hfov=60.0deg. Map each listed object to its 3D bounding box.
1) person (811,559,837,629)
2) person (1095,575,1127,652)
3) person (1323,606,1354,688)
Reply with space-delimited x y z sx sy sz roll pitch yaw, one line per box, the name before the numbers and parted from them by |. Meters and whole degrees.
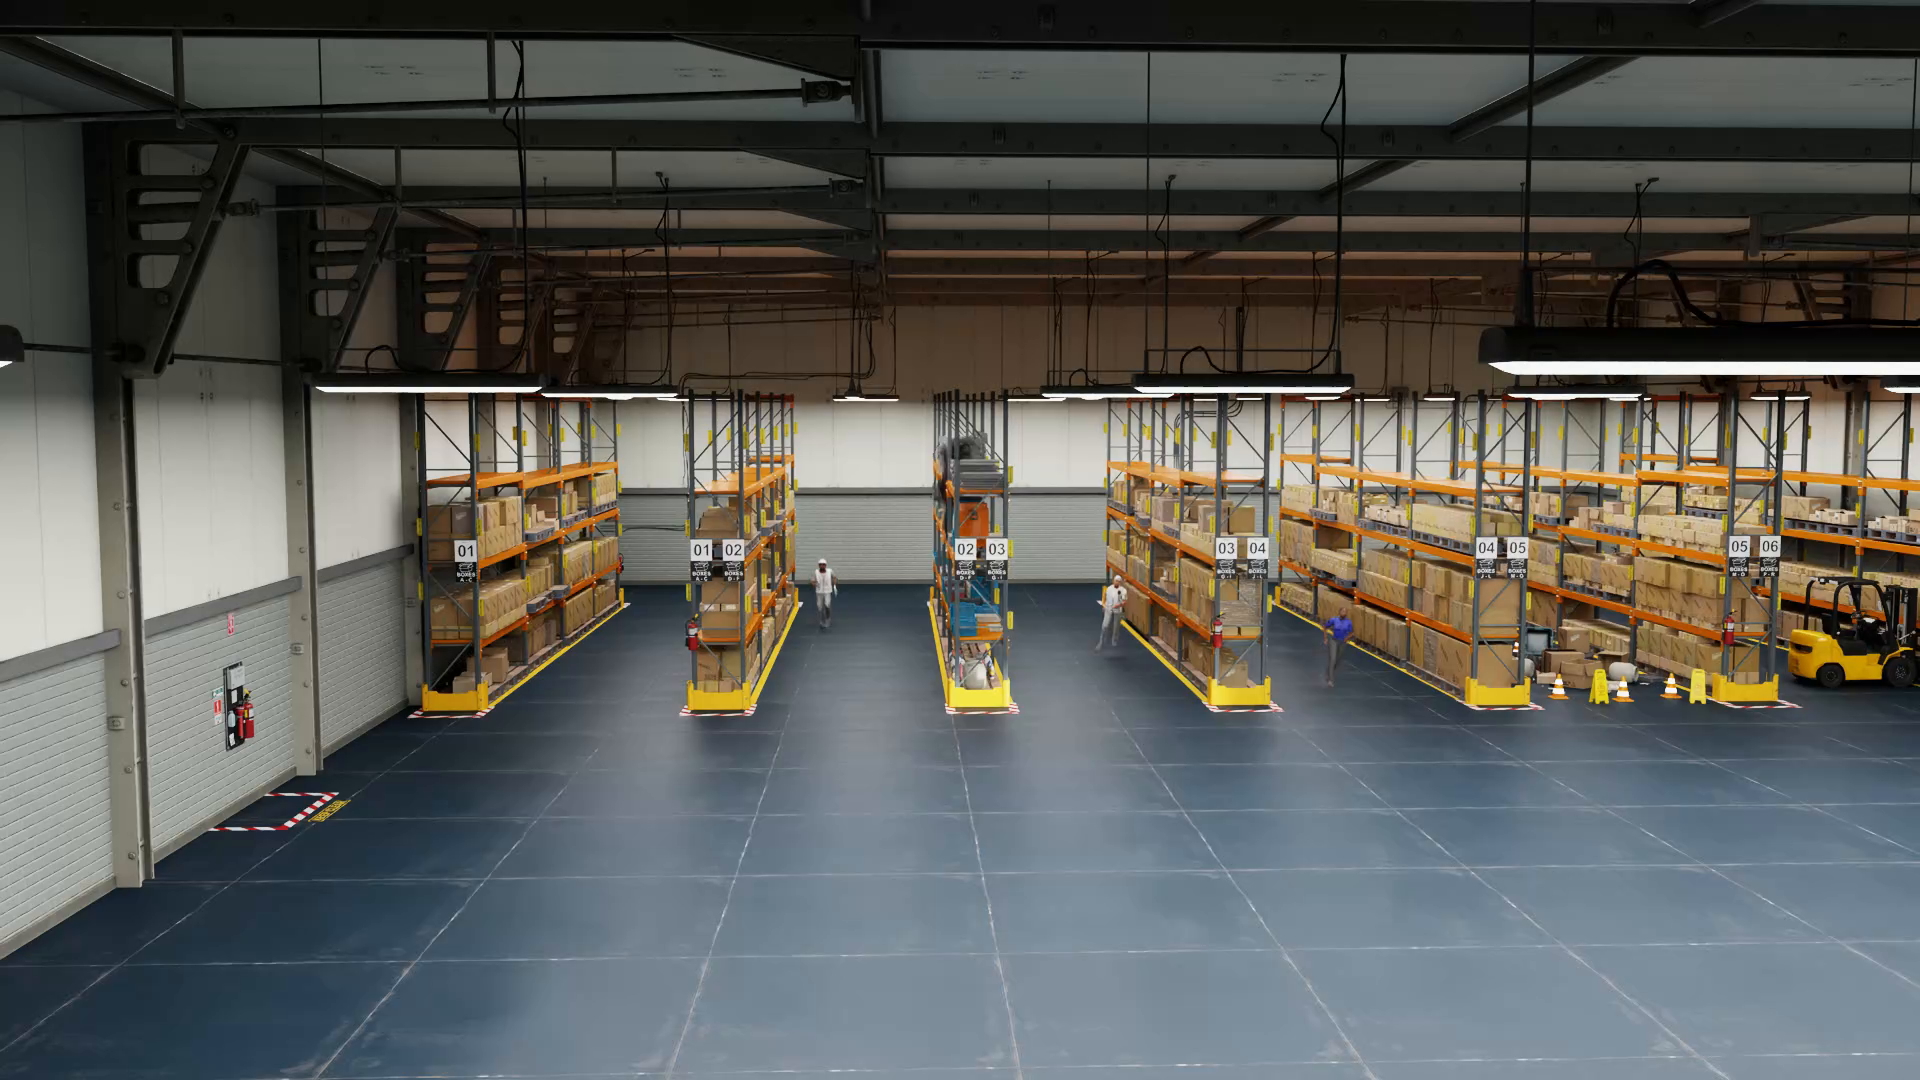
person | -3.484 1.372 42.497 0.657 1.784 0.796 0 5 -1
person | 3.393 1.620 36.990 0.685 1.692 0.745 1 5 17
person | 7.725 2.148 33.956 0.621 1.616 0.834 0 5 -4
